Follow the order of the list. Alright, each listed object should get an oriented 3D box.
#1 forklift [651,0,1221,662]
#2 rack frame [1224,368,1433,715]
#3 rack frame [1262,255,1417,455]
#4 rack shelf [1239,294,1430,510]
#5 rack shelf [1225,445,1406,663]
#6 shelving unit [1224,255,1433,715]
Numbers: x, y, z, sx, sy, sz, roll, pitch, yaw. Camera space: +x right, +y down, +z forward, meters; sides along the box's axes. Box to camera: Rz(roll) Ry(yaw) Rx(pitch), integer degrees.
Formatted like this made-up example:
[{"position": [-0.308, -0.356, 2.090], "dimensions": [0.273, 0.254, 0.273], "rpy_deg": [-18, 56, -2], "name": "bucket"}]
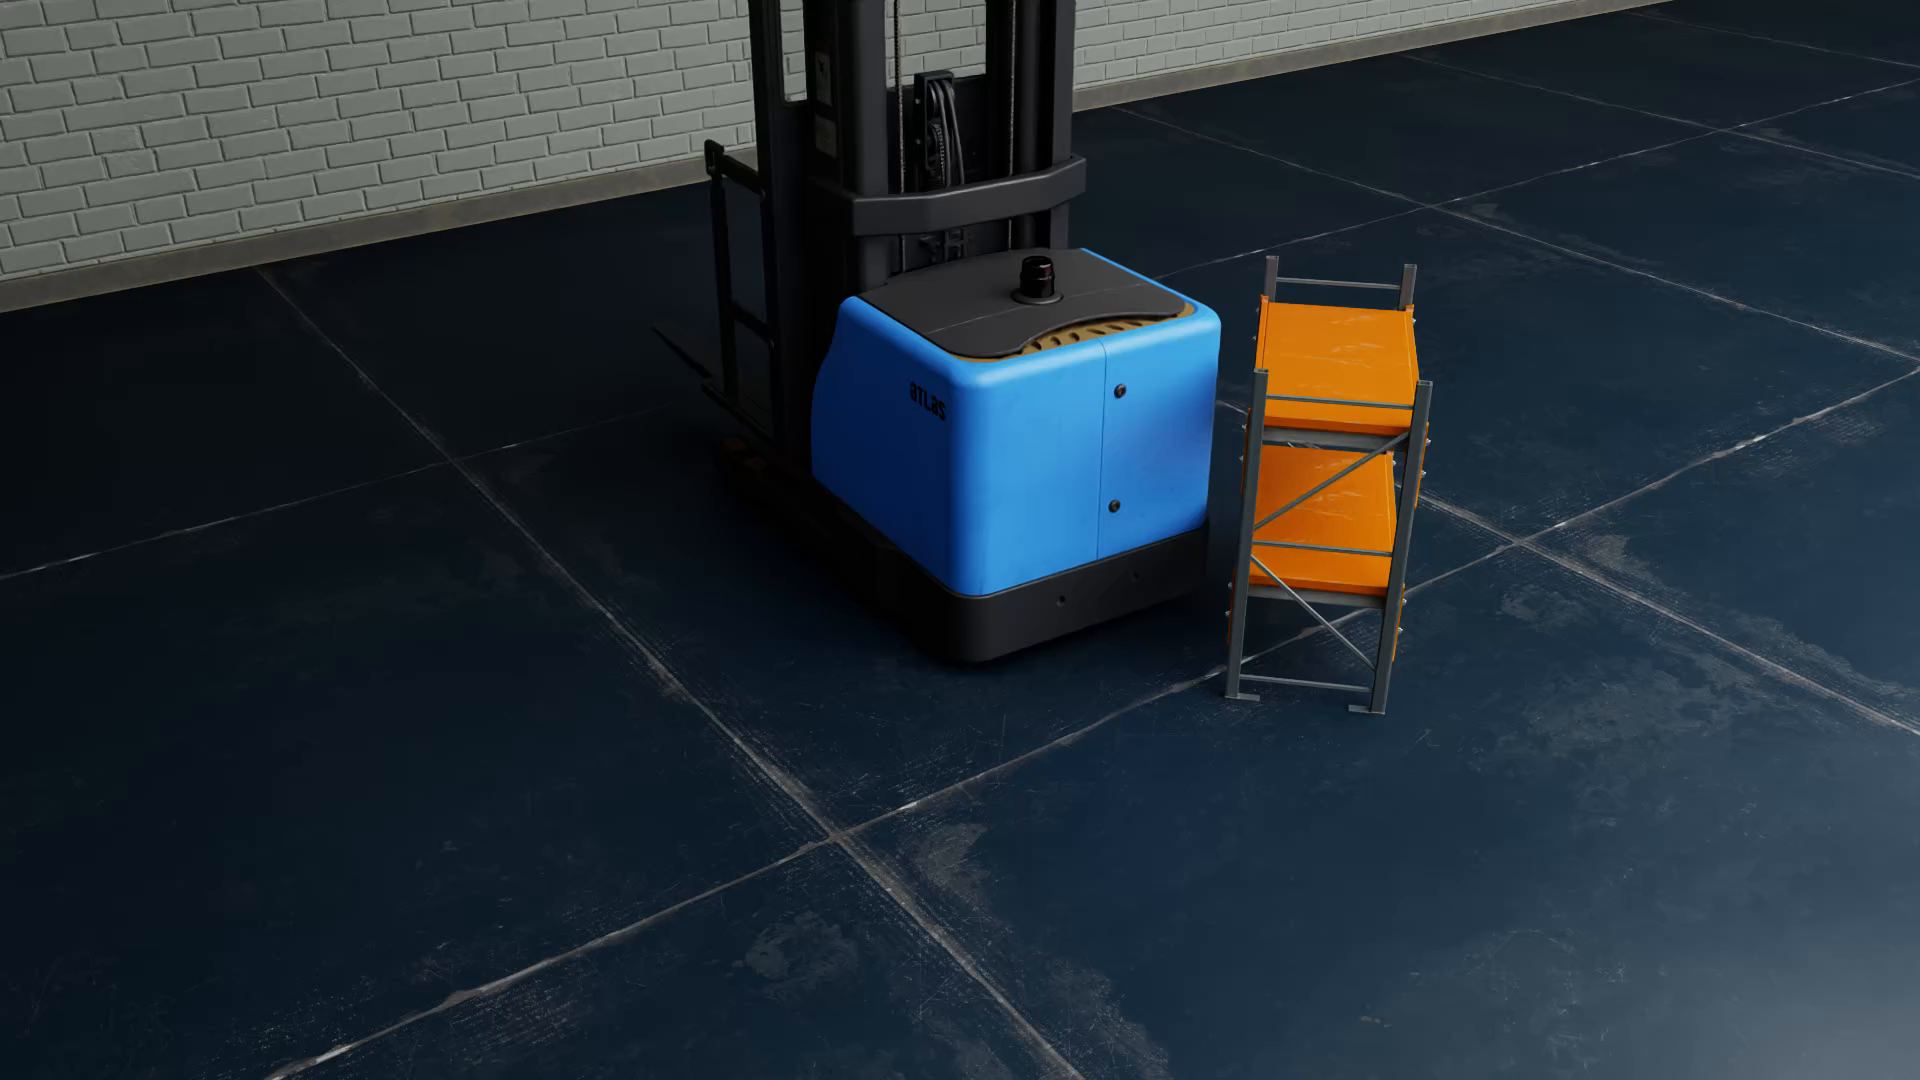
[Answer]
[{"position": [-0.337, -1.557, 6.046], "dimensions": [1.130, 2.935, 3.031], "rpy_deg": [-16, 33, -27], "name": "forklift"}, {"position": [1.093, 0.028, 5.020], "dimensions": [0.500, 1.125, 0.032], "rpy_deg": [5, 29, 10], "name": "rack frame"}, {"position": [1.289, -0.448, 5.897], "dimensions": [0.500, 1.125, 0.032], "rpy_deg": [5, 29, 10], "name": "rack frame"}, {"position": [1.191, -0.468, 5.319], "dimensions": [0.538, 0.278, 1.000], "rpy_deg": [5, 29, 10], "name": "rack shelf"}, {"position": [1.191, 0.005, 5.575], "dimensions": [0.538, 0.278, 1.000], "rpy_deg": [5, 29, 10], "name": "rack shelf"}, {"position": [1.191, -0.210, 5.459], "dimensions": [0.538, 1.125, 1.048], "rpy_deg": [5, 29, 10], "name": "shelving unit"}]
